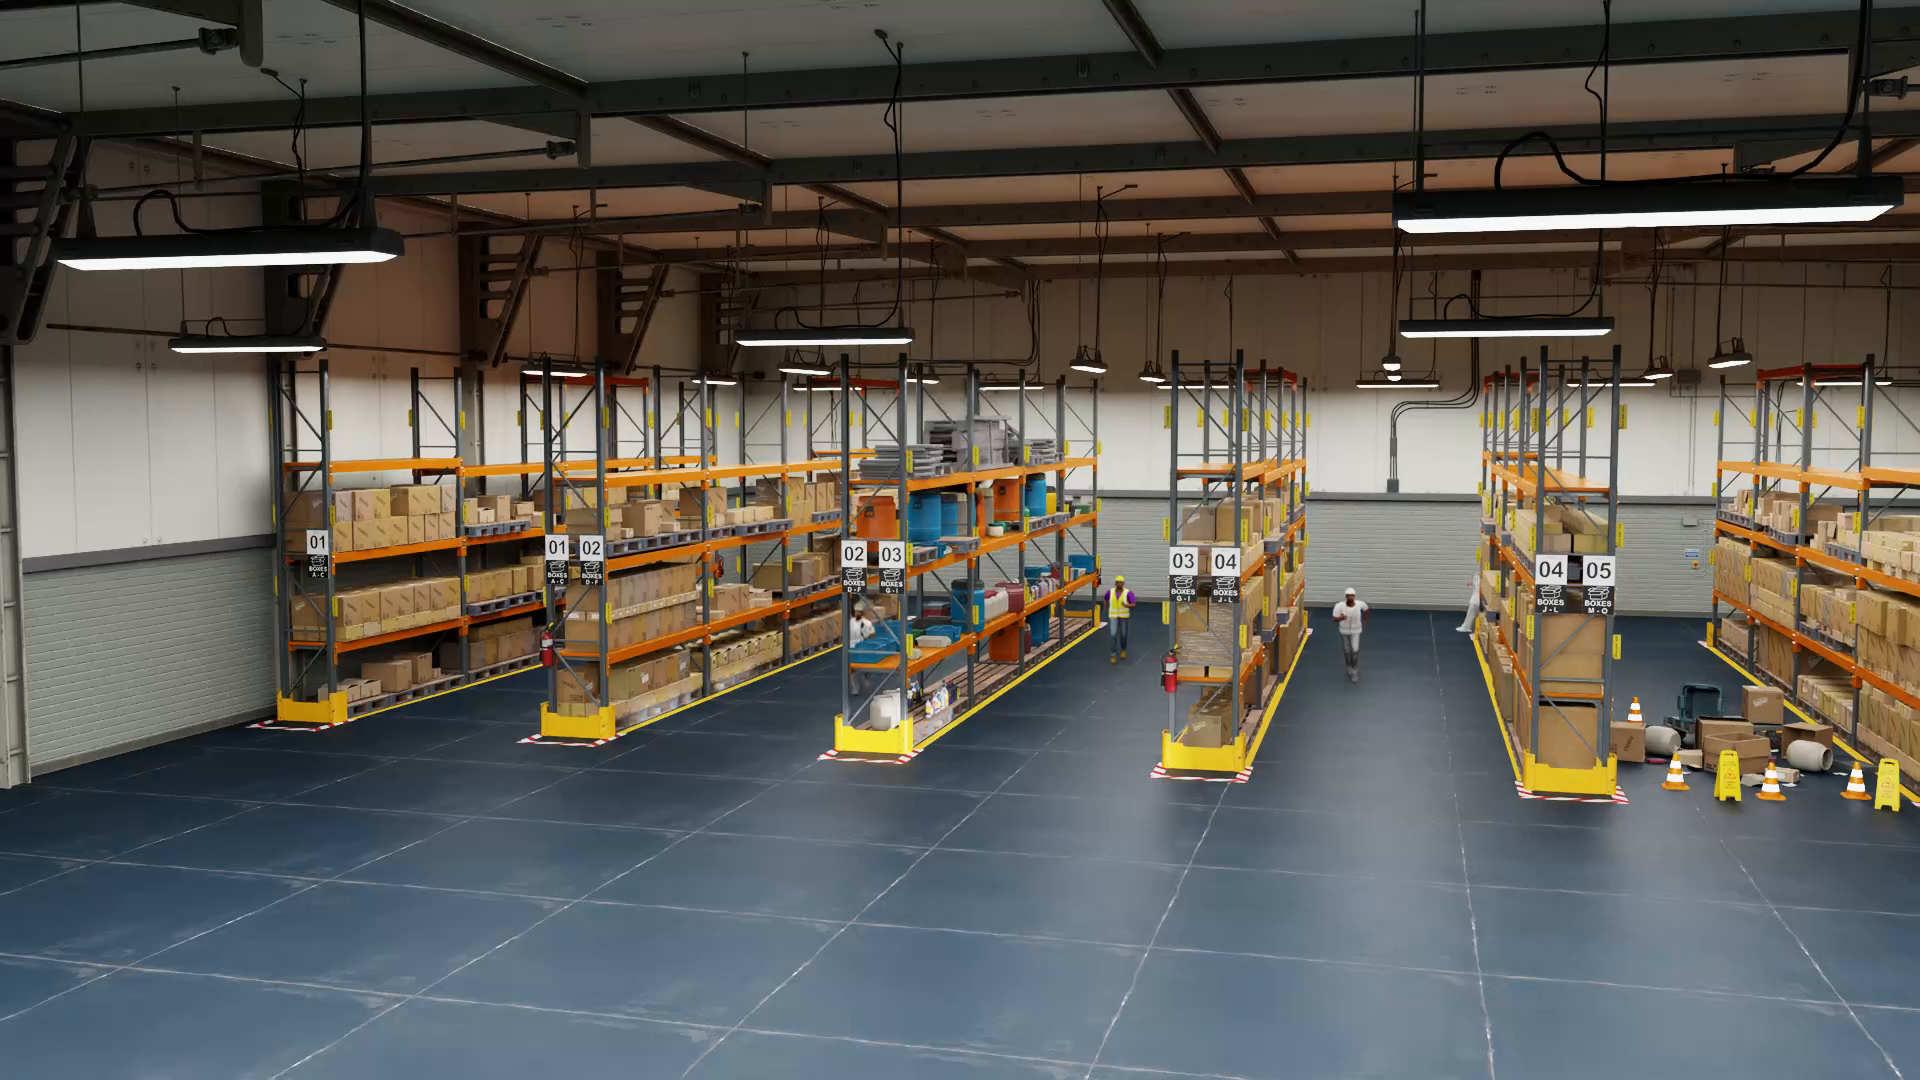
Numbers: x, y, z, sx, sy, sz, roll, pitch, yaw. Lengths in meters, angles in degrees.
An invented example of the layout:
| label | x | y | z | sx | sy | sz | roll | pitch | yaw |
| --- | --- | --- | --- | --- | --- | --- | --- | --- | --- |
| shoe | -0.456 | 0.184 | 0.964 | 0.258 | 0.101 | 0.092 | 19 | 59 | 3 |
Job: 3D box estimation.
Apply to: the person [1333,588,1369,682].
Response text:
| label | x | y | z | sx | sy | sz | roll | pitch | yaw |
| --- | --- | --- | --- | --- | --- | --- | --- | --- | --- |
| person | 7.529 | 1.828 | 32.071 | 0.661 | 1.833 | 0.833 | 1 | 4 | 17 |

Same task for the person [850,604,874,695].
| label | x | y | z | sx | sy | sz | roll | pitch | yaw |
| --- | --- | --- | --- | --- | --- | --- | --- | --- | --- |
| person | -1.854 | 1.982 | 30.460 | 0.576 | 1.652 | 0.612 | 1 | 4 | 17 |

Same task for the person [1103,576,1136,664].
| label | x | y | z | sx | sy | sz | roll | pitch | yaw |
| --- | --- | --- | --- | --- | --- | --- | --- | --- | --- |
| person | 3.284 | 1.621 | 34.345 | 0.692 | 1.781 | 0.906 | 1 | 4 | 9 |

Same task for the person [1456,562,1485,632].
| label | x | y | z | sx | sy | sz | roll | pitch | yaw |
| --- | --- | --- | --- | --- | --- | --- | --- | --- | --- |
| person | 12.236 | 1.306 | 39.290 | 1.044 | 1.726 | 0.727 | 0 | 4 | -4 |
